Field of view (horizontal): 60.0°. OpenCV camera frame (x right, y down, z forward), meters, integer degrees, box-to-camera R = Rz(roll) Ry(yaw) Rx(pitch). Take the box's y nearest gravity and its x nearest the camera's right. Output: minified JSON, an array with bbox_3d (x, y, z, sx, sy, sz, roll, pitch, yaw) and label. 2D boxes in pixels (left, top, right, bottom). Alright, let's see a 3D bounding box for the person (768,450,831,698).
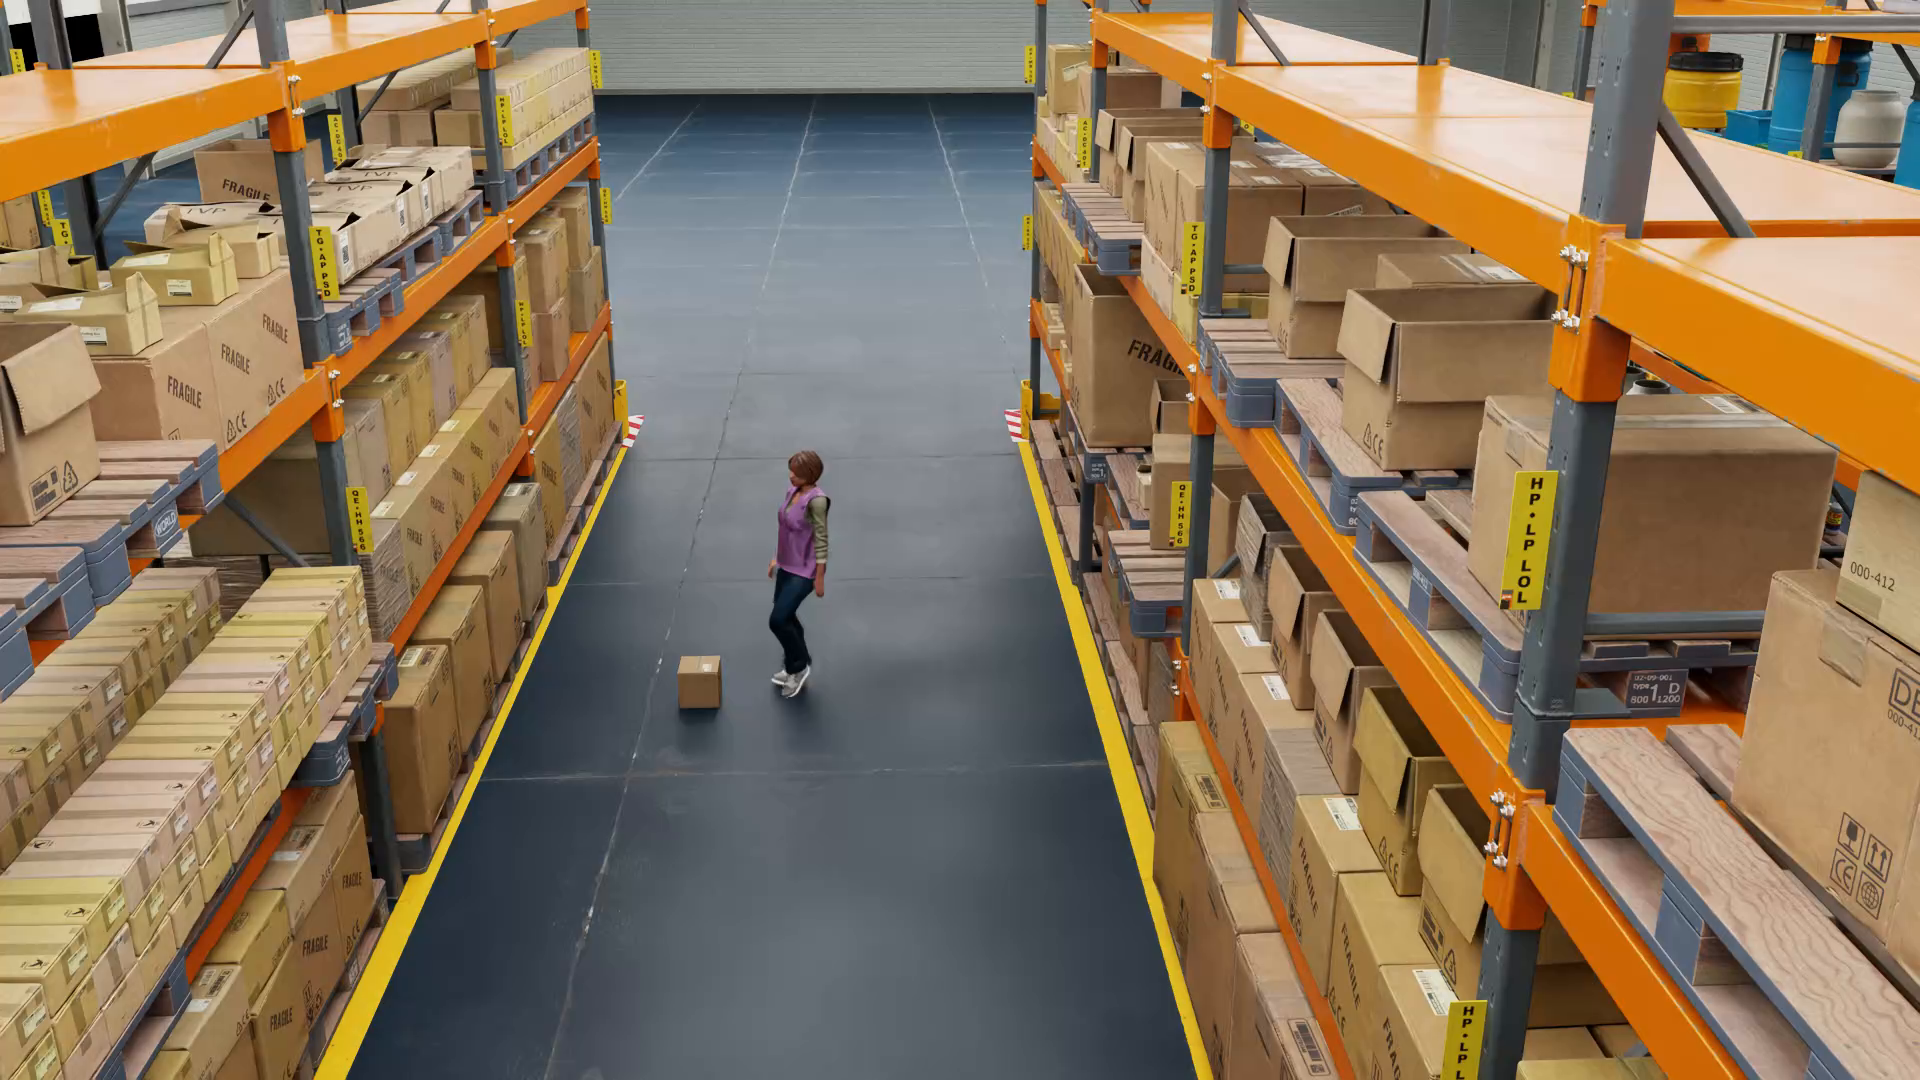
[{"bbox_3d":[-1.056,0.218,10.521,0.427,1.634,0.453,-11,23,-27],"label":"person"}]
